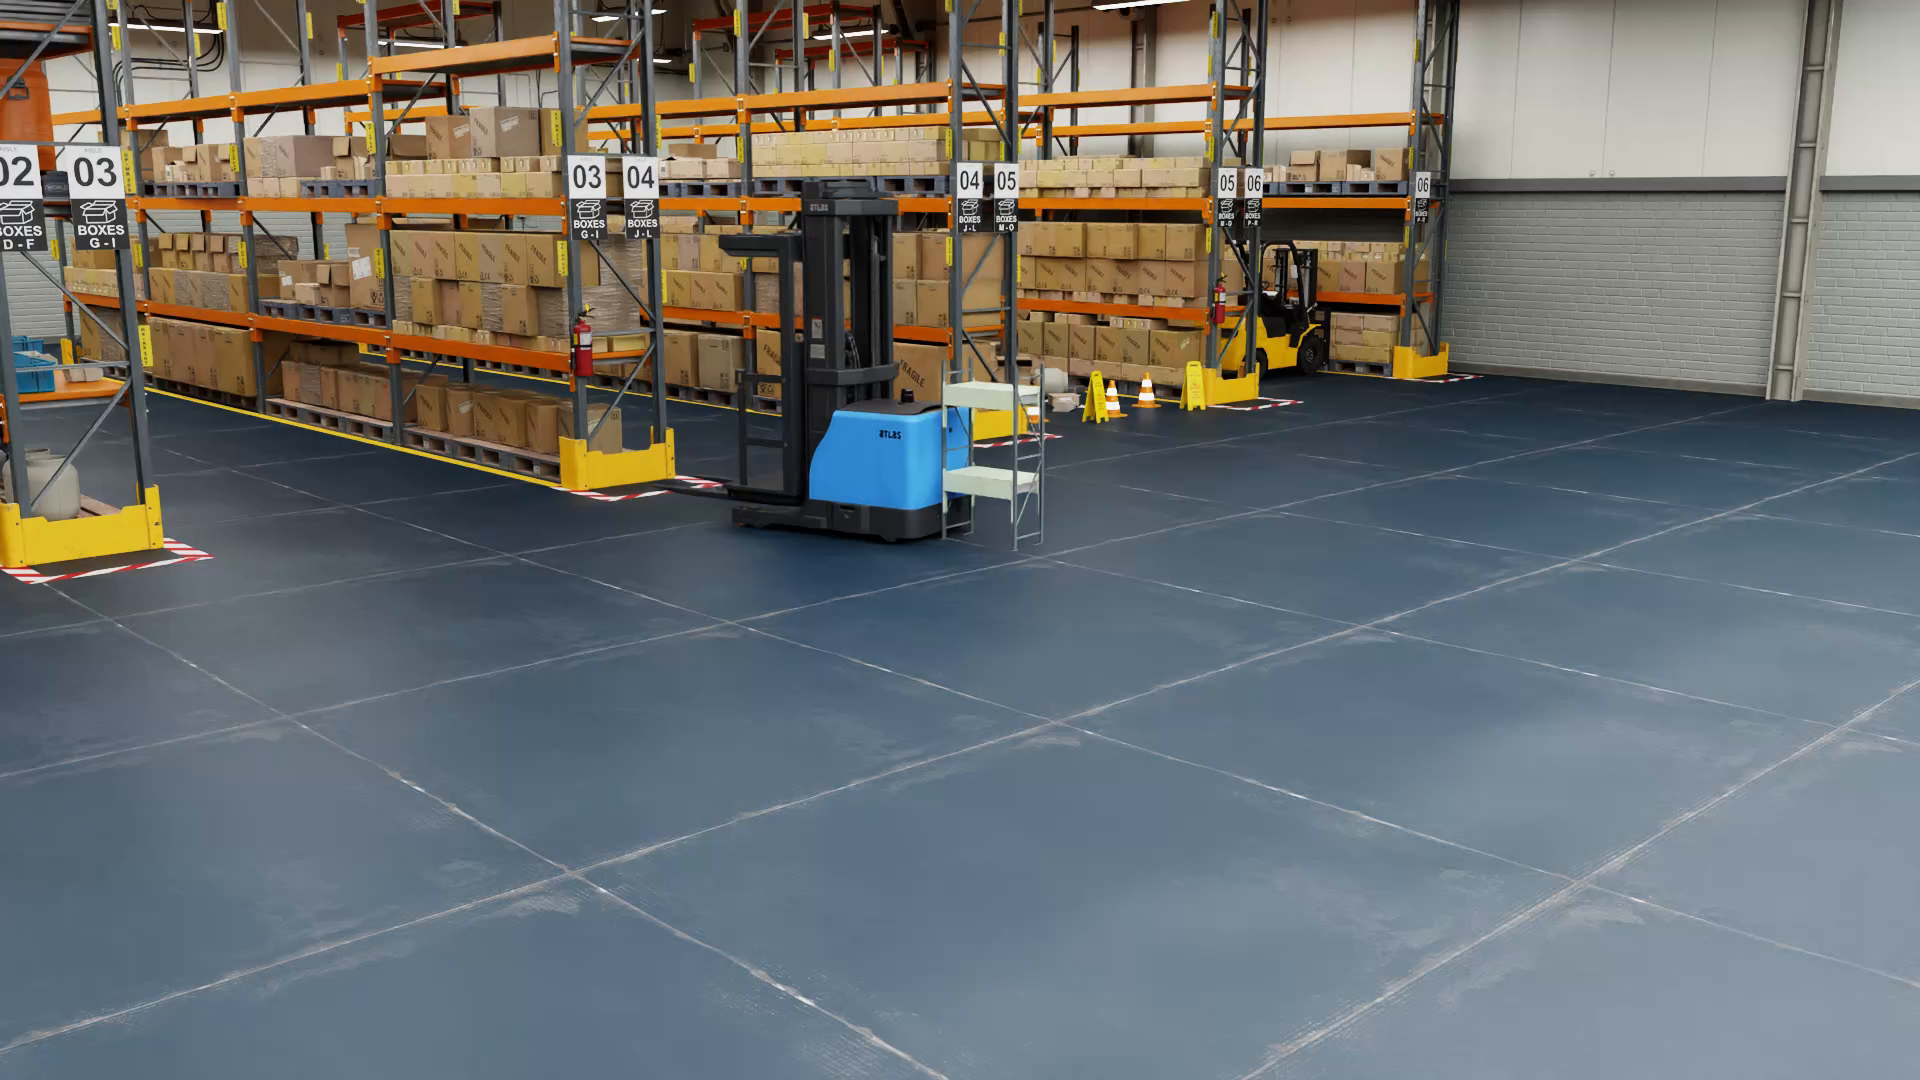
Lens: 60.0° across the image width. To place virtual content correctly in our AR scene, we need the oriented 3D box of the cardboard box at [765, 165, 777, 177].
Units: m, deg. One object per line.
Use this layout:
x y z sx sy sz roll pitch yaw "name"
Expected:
-2.296 -4.763 21.499 0.380 0.149 0.250 -11 16 -42 "cardboard box"

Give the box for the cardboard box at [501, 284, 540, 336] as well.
-4.168 -2.375 17.023 0.875 0.500 0.500 -11 16 -43 "cardboard box"

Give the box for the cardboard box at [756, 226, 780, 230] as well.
-3.322 -5.389 29.907 0.500 0.500 0.500 -11 16 -43 "cardboard box"

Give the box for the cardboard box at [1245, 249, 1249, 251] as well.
5.026 -4.909 28.451 0.380 0.149 0.250 -11 16 -43 "cardboard box"

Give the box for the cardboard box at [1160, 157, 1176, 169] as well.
3.004 -5.244 23.144 0.380 0.149 0.250 -11 16 -43 "cardboard box"

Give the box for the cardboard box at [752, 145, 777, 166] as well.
-2.346 -4.986 21.593 0.500 0.250 0.500 -11 16 -42 "cardboard box"

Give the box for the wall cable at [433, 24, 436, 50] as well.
-12.508 -12.208 35.998 2.355 3.000 0.029 -11 16 -43 "wall cable"

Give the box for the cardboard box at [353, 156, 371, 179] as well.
-6.860 -4.356 19.482 0.396 0.266 0.258 -10 15 -41 "cardboard box"

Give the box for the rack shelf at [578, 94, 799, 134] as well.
-3.863 -5.983 23.423 1.077 0.370 4.000 -11 16 -43 "rack shelf"

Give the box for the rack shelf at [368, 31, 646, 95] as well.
-4.757 -4.917 17.266 1.077 0.370 4.000 -11 16 -43 "rack shelf"

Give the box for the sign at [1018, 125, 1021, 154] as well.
0.686 -4.729 19.637 0.100 0.325 0.005 -11 16 -43 "sign"

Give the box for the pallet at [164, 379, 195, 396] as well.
-11.076 -2.324 24.668 1.003 0.211 1.213 -11 16 -43 "pallet"

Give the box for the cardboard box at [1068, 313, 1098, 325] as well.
1.828 -3.285 24.731 0.380 0.149 0.250 -10 15 -39 "cardboard box"

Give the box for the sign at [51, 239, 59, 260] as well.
-14.831 -4.762 27.249 0.100 0.325 0.005 -11 16 -43 "sign"

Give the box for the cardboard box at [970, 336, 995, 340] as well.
0.166 -3.104 27.018 0.950 0.372 0.625 -10 15 -39 "cardboard box"

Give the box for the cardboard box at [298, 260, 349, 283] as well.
-8.041 -3.322 21.313 0.700 0.500 0.500 -8 14 -34 "cardboard box"

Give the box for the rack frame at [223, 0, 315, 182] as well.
-8.901 -6.146 21.443 1.000 3.000 0.127 -11 16 -43 "rack frame"

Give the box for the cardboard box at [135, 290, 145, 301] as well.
-12.111 -3.668 24.902 0.380 0.149 0.250 -11 16 -42 "cardboard box"

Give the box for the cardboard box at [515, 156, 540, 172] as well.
-4.157 -3.707 16.423 0.250 0.149 0.380 11 16 43 "cardboard box"

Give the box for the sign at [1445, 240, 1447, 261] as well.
7.784 -4.653 26.720 0.100 0.325 0.005 -11 16 -43 "sign"

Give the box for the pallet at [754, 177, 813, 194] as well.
-1.924 -4.605 21.618 1.003 0.211 1.213 -11 16 -43 "pallet"

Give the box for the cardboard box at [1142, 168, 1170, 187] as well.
2.906 -5.075 23.313 0.500 0.250 0.500 -11 16 -43 "cardboard box"

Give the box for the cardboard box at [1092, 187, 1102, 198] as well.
2.133 -5.046 24.159 0.380 0.149 0.250 -11 16 -42 "cardboard box"

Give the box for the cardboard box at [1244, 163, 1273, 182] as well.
5.015 -6.222 28.178 0.500 0.311 0.500 -10 16 -41 "cardboard box"

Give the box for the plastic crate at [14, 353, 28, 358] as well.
-7.965 -1.404 13.663 0.499 0.251 0.408 -11 16 -43 "plastic crate"

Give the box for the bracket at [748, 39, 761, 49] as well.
-4.851 -11.559 38.795 0.235 0.232 0.430 -11 16 -43 "bracket"

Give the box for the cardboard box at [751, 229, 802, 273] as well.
-2.251 -3.844 22.090 0.875 0.550 0.550 -11 16 -43 "cardboard box"

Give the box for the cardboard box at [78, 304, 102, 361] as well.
-13.926 -3.458 27.488 0.875 0.875 0.875 -11 16 -43 "cardboard box"

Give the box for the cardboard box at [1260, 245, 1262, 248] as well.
5.154 -5.008 28.195 0.380 0.149 0.250 -10 16 -41 "cardboard box"

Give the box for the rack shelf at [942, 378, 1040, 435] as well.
0.267 -1.097 13.585 0.720 0.370 0.431 9 15 37 "rack shelf"

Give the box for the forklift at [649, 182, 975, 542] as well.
-1.392 -1.616 14.494 3.031 2.935 1.130 7 14 31 "forklift"

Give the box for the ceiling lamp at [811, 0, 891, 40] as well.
-1.919 -11.234 31.670 0.800 3.185 2.000 -11 16 -43 "ceiling lamp"

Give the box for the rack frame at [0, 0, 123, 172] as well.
-6.958 -4.289 12.426 1.000 3.000 0.127 -11 16 -43 "rack frame"

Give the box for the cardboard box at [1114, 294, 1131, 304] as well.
2.444 -3.500 24.089 0.380 0.149 0.250 -11 16 -43 "cardboard box"

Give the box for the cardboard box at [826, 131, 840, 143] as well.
-1.425 -4.969 20.523 0.380 0.149 0.250 -11 16 -43 "cardboard box"

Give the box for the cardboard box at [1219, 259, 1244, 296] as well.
3.665 -3.724 23.567 0.500 0.500 0.500 -11 16 -43 "cardboard box"

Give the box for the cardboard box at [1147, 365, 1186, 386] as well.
3.022 -2.364 23.727 0.500 0.250 0.500 -11 16 -43 "cardboard box"

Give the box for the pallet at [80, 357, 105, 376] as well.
-13.817 -2.904 27.483 1.003 0.211 1.213 -11 16 -43 "pallet"

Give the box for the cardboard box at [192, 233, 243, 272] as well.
-10.310 -4.050 23.400 0.797 0.503 0.637 -10 15 -41 "cardboard box"

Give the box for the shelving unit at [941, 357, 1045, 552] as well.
0.267 -0.715 13.664 0.755 1.500 0.431 9 15 37 "shelving unit"

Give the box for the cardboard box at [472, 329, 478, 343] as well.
-4.957 -2.181 17.685 0.380 0.149 0.250 -11 16 -43 "cardboard box"

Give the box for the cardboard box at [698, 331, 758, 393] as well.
-2.975 -2.482 23.062 1.050 0.750 0.750 -11 16 -43 "cardboard box"

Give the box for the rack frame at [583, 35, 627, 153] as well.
-7.258 -8.695 33.813 1.000 3.000 0.127 -11 16 -43 "rack frame"

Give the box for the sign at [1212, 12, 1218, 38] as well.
3.376 -6.820 22.008 0.100 0.325 0.005 -11 16 -43 "sign"

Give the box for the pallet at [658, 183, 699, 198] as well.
-3.986 -5.012 23.838 1.003 0.211 1.213 -10 15 -40 "pallet"

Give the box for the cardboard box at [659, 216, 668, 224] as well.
-5.594 -6.187 32.175 0.380 0.149 0.250 -11 16 -43 "cardboard box"

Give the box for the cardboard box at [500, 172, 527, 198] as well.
-4.240 -3.544 16.615 0.500 0.250 0.500 -11 16 -42 "cardboard box"

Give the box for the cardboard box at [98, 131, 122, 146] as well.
-13.038 -6.219 25.837 0.500 0.250 0.500 11 16 43 "cardboard box"

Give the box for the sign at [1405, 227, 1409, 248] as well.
6.977 -4.723 25.947 0.100 0.325 0.005 -11 16 -43 "sign"

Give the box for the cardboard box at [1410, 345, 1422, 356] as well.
7.181 -3.072 27.160 0.500 0.250 0.500 -11 16 -42 "cardboard box"

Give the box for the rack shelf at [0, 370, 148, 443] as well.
-8.340 -1.290 14.521 1.077 0.370 4.000 -11 16 -43 "rack shelf"

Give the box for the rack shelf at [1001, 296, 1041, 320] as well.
-0.352 -3.945 27.407 1.077 0.370 4.000 -11 16 -43 "rack shelf"

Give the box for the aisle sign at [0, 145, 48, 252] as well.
-7.124 -2.572 12.517 0.394 0.787 0.004 -11 16 -43 "aisle sign"
